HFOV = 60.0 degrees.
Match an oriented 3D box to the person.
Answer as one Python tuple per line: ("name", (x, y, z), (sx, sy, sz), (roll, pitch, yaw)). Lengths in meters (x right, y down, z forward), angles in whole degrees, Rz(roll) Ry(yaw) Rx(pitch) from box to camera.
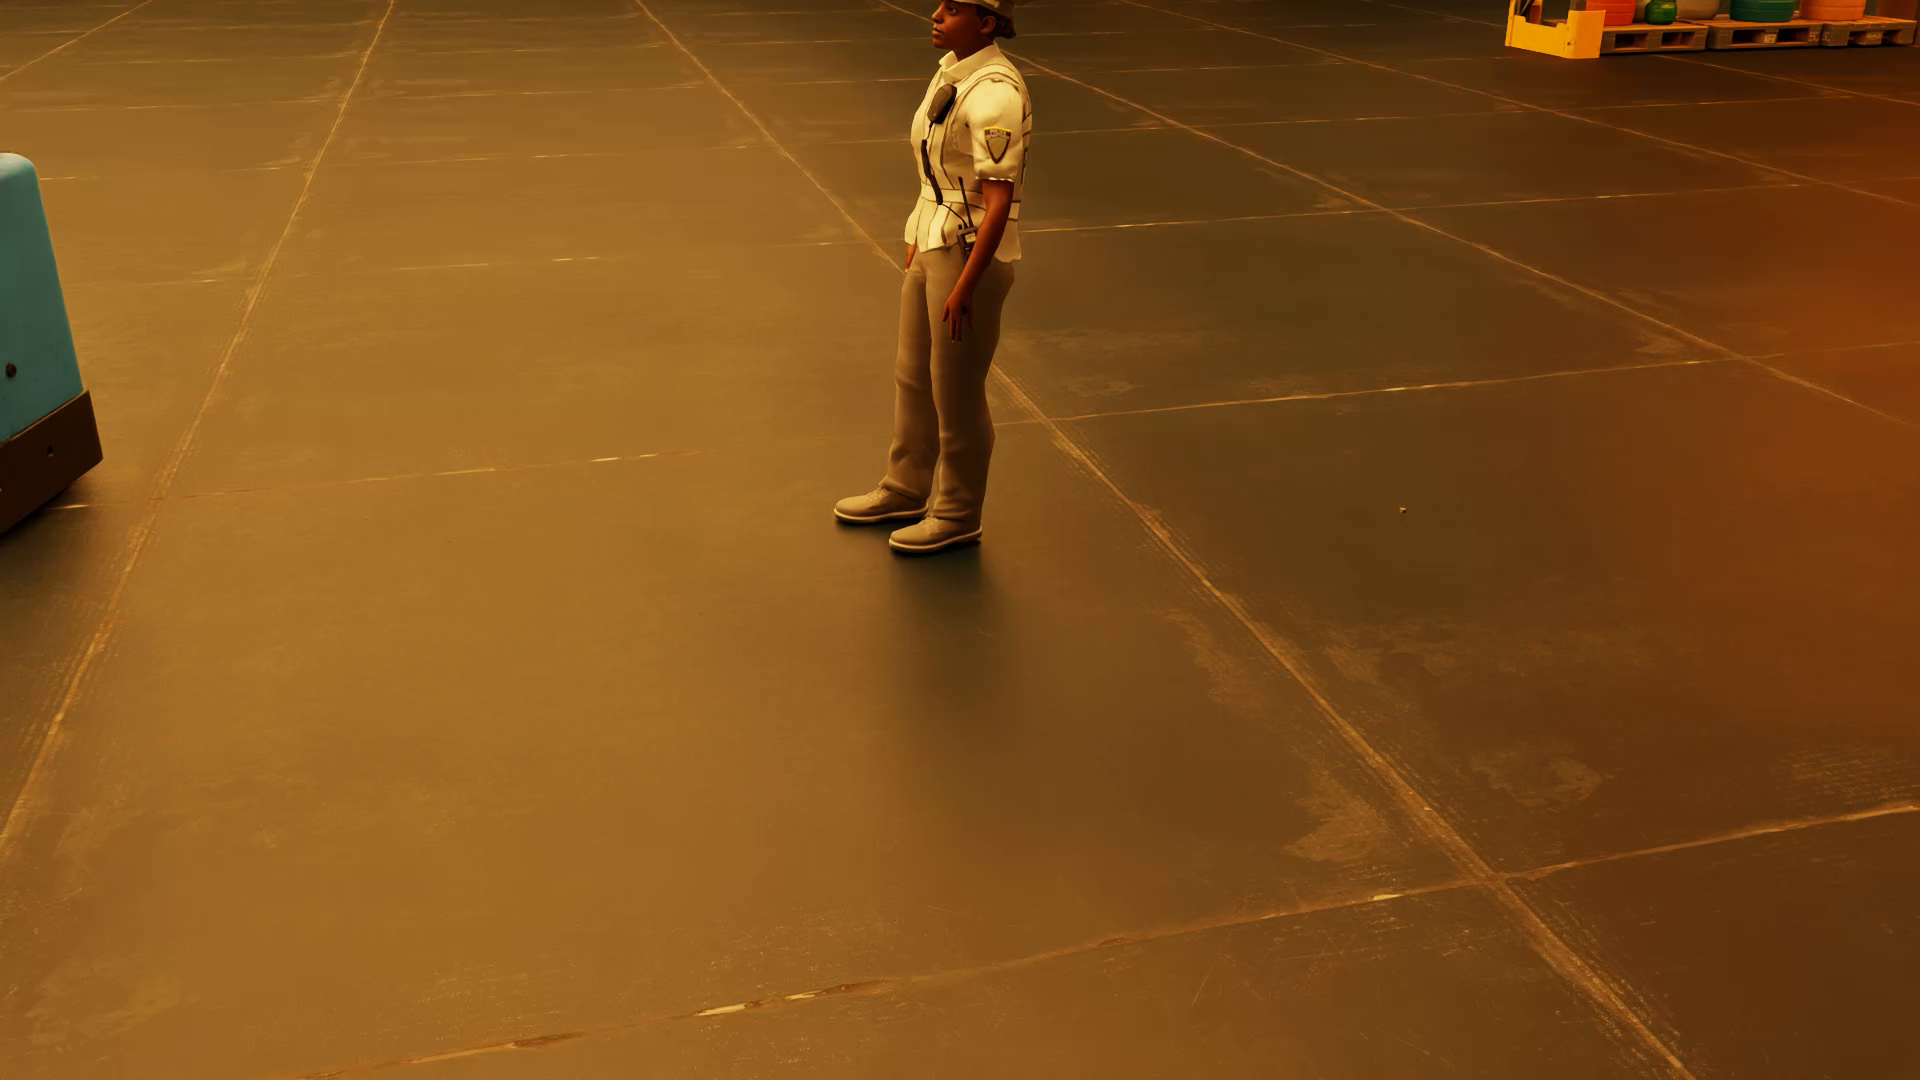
("person", (-0.077, -0.785, 4.718), (0.530, 1.692, 0.569), (-6, 24, -14))

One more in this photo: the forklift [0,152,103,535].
("forklift", (-4.342, -1.373, 4.537), (3.031, 2.935, 1.130), (0, 23, 0))
